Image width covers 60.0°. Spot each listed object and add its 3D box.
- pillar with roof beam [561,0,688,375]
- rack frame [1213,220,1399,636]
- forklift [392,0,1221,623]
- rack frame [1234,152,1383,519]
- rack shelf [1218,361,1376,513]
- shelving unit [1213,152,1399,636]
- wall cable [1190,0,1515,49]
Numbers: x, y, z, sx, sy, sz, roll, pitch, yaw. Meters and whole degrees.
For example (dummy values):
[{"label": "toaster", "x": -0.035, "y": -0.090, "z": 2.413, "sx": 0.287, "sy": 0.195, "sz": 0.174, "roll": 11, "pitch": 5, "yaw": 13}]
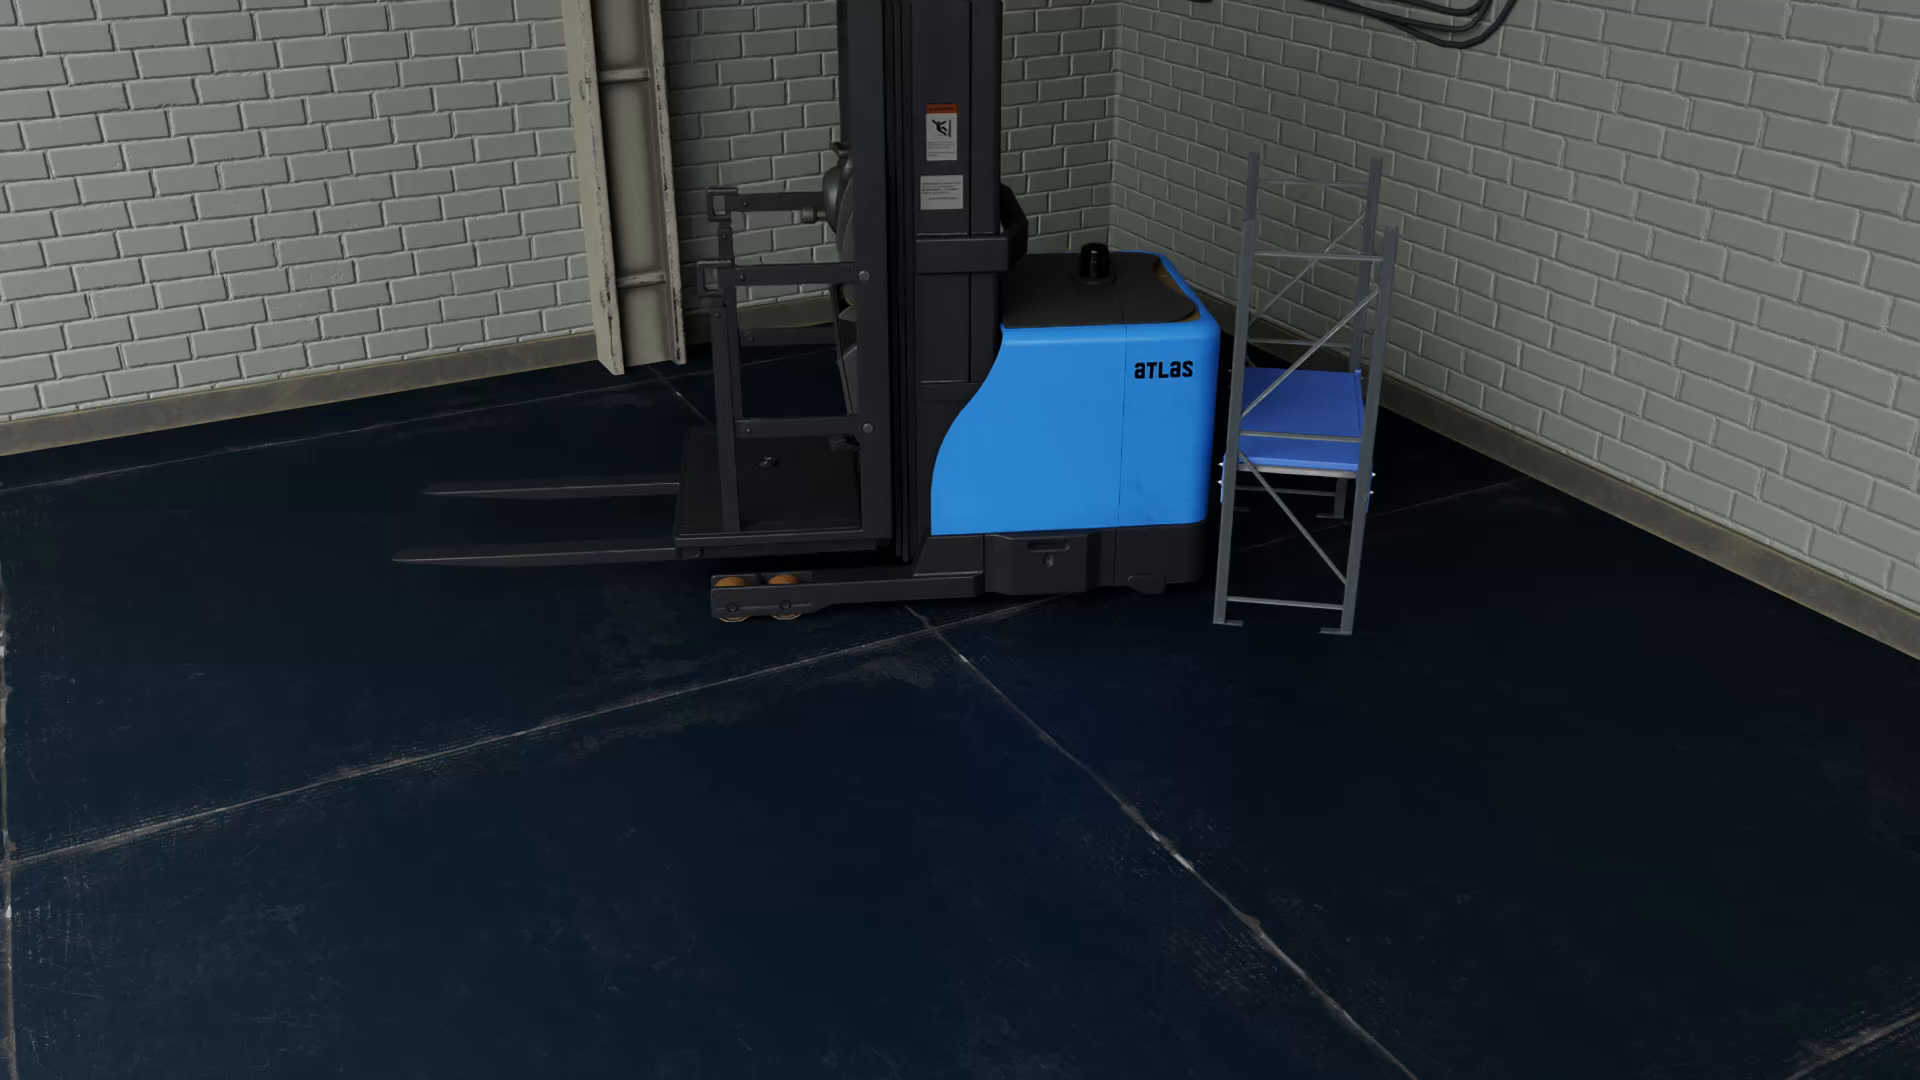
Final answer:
[{"label": "pillar with roof beam", "x": 0.360, "y": -3.354, "z": 3.339, "sx": 0.400, "sy": 9.000, "sz": 9.100, "roll": -13, "pitch": 29, "yaw": -25}, {"label": "rack frame", "x": 1.178, "y": -0.355, "z": 5.756, "sx": 0.500, "sy": 1.500, "sz": 0.032, "roll": 4, "pitch": 26, "yaw": 9}, {"label": "forklift", "x": -0.608, "y": -1.257, "z": 5.982, "sx": 3.031, "sy": 2.935, "sz": 1.130, "roll": -3, "pitch": 26, "yaw": -5}, {"label": "rack frame", "x": 1.355, "y": -0.788, "z": 6.659, "sx": 0.500, "sy": 1.500, "sz": 0.032, "roll": 4, "pitch": 26, "yaw": 9}, {"label": "rack shelf", "x": 1.266, "y": -0.409, "z": 6.285, "sx": 0.538, "sy": 0.185, "sz": 1.000, "roll": 4, "pitch": 26, "yaw": 9}, {"label": "shelving unit", "x": 1.266, "y": -0.571, "z": 6.207, "sx": 0.538, "sy": 1.500, "sz": 1.048, "roll": 4, "pitch": 26, "yaw": 9}, {"label": "wall cable", "x": 1.556, "y": -3.693, "z": 7.633, "sx": 0.112, "sy": 2.526, "sz": 3.097, "roll": -13, "pitch": 29, "yaw": -25}]
